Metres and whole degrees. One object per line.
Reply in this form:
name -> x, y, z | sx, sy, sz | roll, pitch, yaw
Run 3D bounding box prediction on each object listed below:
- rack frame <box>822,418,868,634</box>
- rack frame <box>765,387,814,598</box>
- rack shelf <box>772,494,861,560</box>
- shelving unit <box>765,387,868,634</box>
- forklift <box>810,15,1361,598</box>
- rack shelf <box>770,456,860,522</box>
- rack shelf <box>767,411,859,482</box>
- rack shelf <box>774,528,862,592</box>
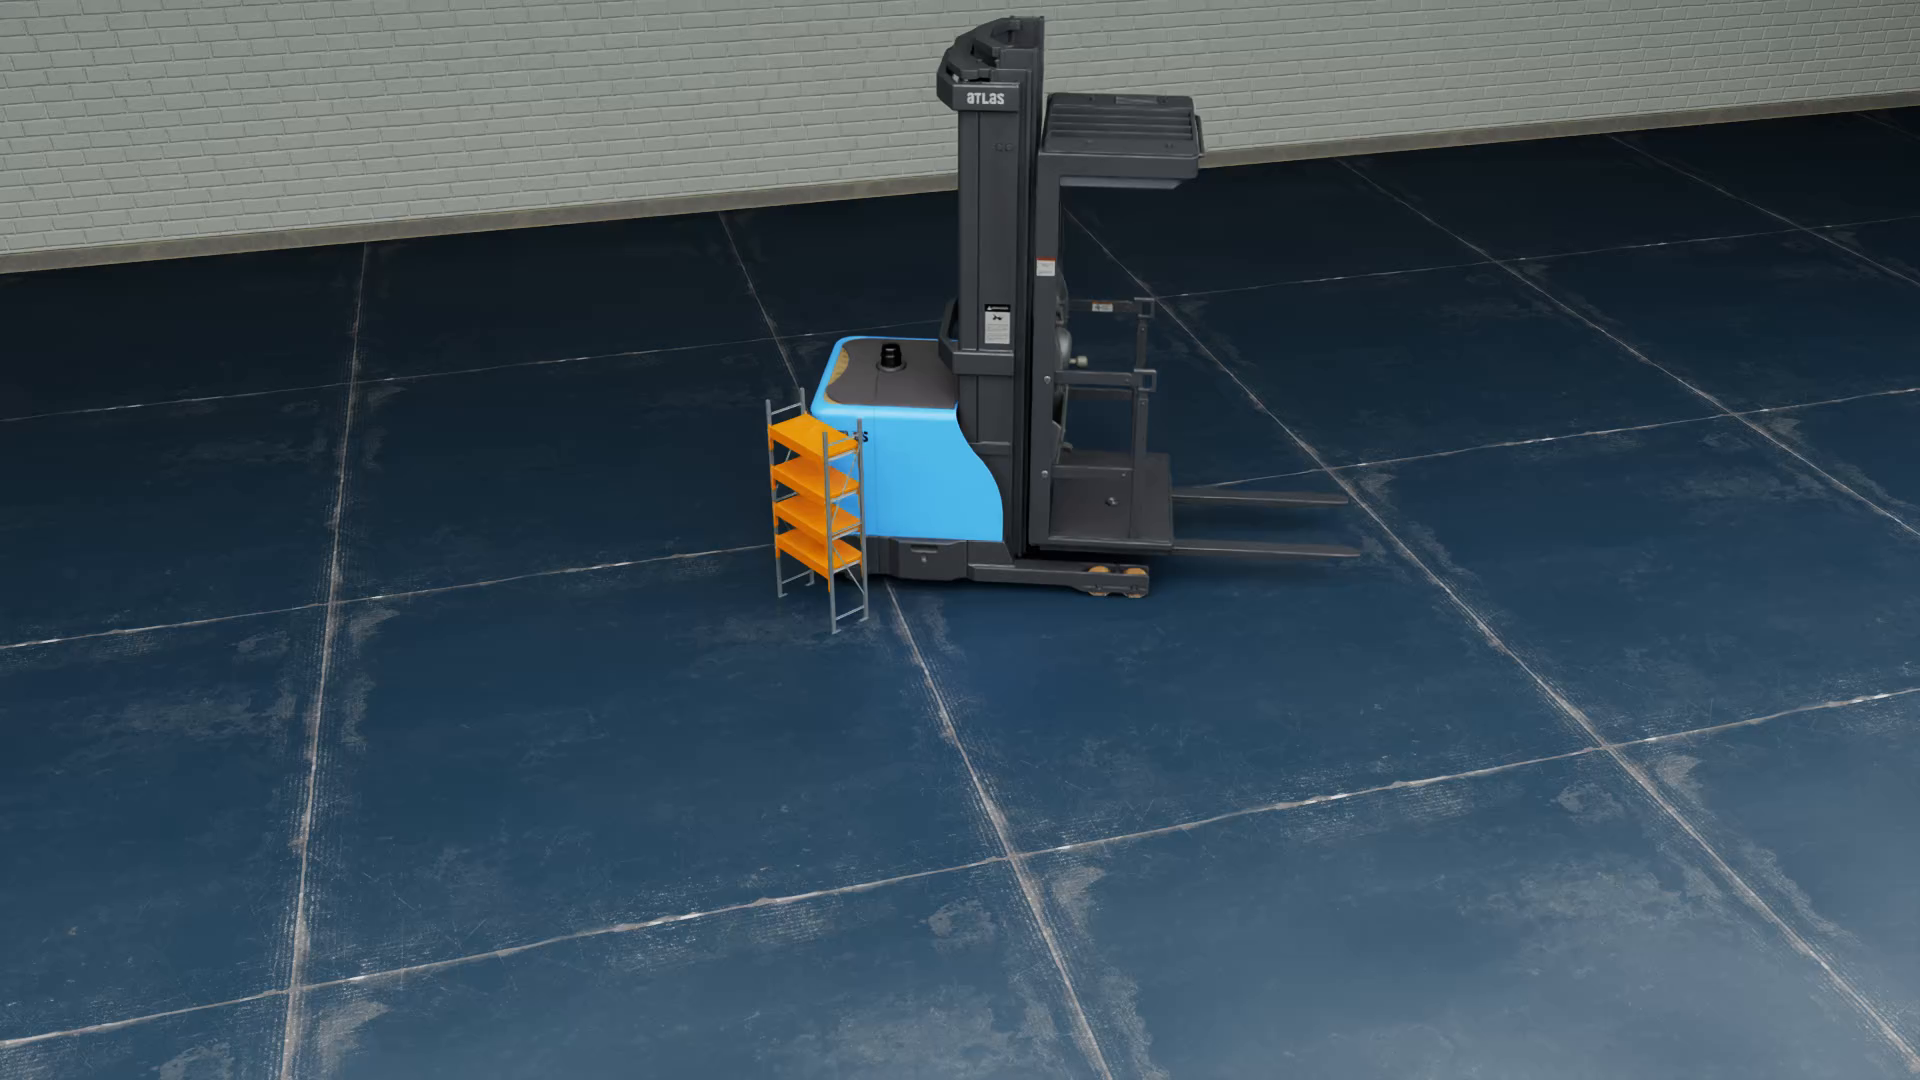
rack frame -> -0.591, -0.057, 8.650 | 0.240, 1.200, 0.015 | -24, 38, -35
rack frame -> -0.912, -0.241, 8.969 | 0.240, 1.200, 0.015 | -24, 38, -35
rack shelf -> -0.752, -0.091, 8.843 | 0.258, 0.148, 0.480 | -24, 38, -35
shelving unit -> -0.752, -0.149, 8.809 | 0.258, 1.200, 0.503 | -24, 38, -35
forklift -> 0.732, -1.226, 8.942 | 3.031, 2.935, 1.130 | 3, 30, 4
rack shelf -> -0.752, -0.284, 8.731 | 0.258, 0.148, 0.480 | -24, 38, -35
rack shelf -> -0.752, -0.489, 8.613 | 0.258, 0.148, 0.480 | -24, 38, -35
rack shelf -> -0.752, 0.081, 8.943 | 0.258, 0.148, 0.480 | -24, 38, -35
